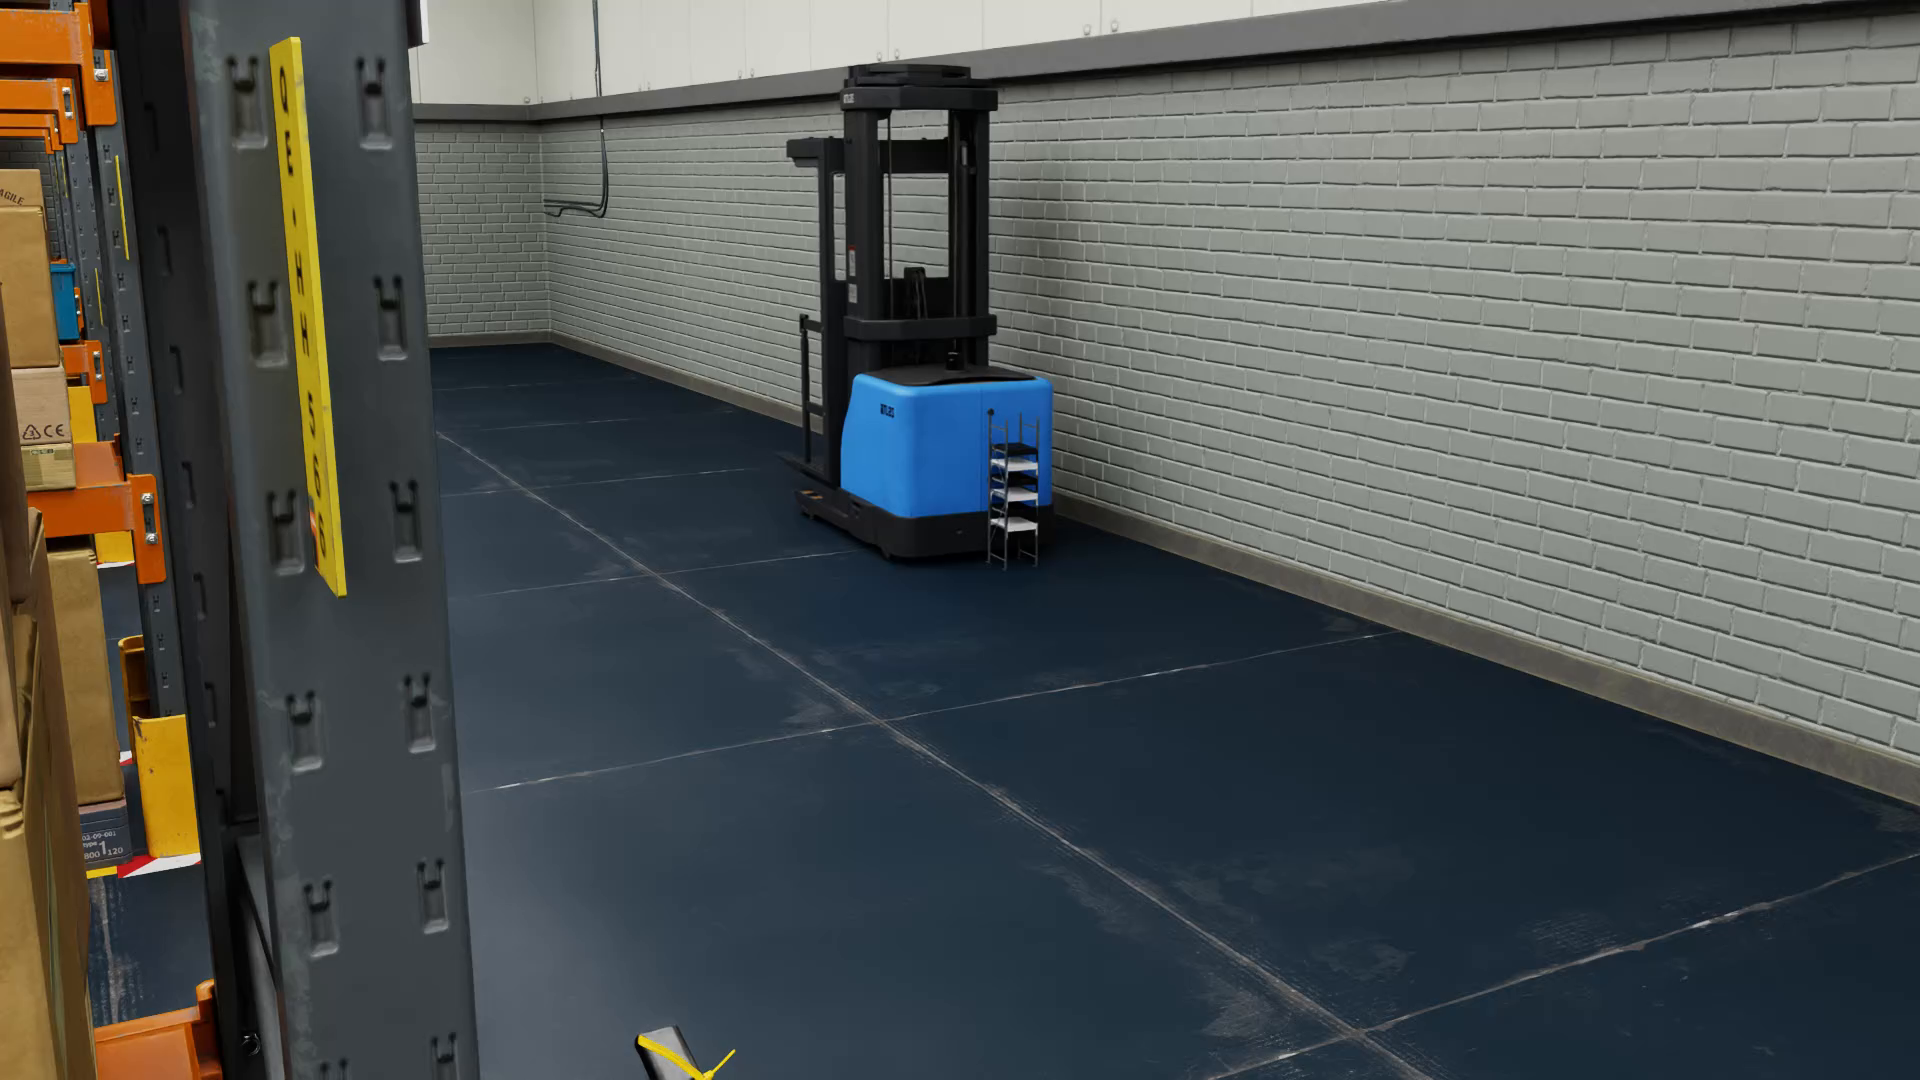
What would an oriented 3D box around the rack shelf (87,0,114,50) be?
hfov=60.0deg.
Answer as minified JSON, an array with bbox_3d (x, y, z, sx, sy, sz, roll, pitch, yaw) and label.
[{"bbox_3d":[-2.400,-0.425,0.470,4.000,0.370,1.077,-7,14,-28],"label":"rack shelf"}]

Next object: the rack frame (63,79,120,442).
[{"bbox_3d":[-5.305,-1.443,10.191,0.127,3.000,1.000,-7,14,-28],"label":"rack frame"}]

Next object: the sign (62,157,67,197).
[{"bbox_3d":[-7.427,-3.008,13.788,0.005,0.325,0.100,-7,14,-28],"label":"sign"}]

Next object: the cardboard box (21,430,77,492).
[{"bbox_3d":[-3.087,-0.265,5.529,0.250,0.149,0.380,-7,14,-27],"label":"cardboard box"}]

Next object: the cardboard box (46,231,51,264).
[{"bbox_3d":[-7.938,-2.348,13.981,0.500,0.500,0.500,-6,14,-26],"label":"cardboard box"}]

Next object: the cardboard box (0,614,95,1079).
[{"bbox_3d":[-0.915,0.380,1.181,0.500,0.500,0.500,-7,14,-27],"label":"cardboard box"}]

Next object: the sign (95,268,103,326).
[{"bbox_3d":[-5.027,-1.419,9.710,0.005,0.325,0.100,-7,14,-28],"label":"sign"}]

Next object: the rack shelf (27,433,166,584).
[{"bbox_3d":[-4.687,0.072,5.094,4.000,0.370,1.077,-7,14,-28],"label":"rack shelf"}]

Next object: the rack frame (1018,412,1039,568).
[{"bbox_3d":[0.406,-0.296,9.875,0.006,0.900,0.240,-6,14,-24],"label":"rack frame"}]

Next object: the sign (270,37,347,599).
[{"bbox_3d":[-0.396,-0.132,1.009,0.005,0.325,0.100,-7,14,-28],"label":"sign"}]

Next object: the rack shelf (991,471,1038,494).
[{"bbox_3d":[0.314,-0.342,9.821,0.200,0.077,0.258,-6,14,-24],"label":"rack shelf"}]

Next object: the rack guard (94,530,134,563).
[{"bbox_3d":[-5.290,-0.229,10.488,0.348,0.500,1.175,-7,14,-28],"label":"rack guard"}]

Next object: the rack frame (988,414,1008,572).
[{"bbox_3d":[0.222,-0.277,9.791,0.006,0.900,0.240,-6,14,-24],"label":"rack frame"}]

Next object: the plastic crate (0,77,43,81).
[{"bbox_3d":[-5.777,-2.856,9.935,0.590,0.269,0.497,-7,14,-28],"label":"plastic crate"}]

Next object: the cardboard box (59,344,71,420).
[{"bbox_3d":[-3.483,-0.562,5.941,0.500,0.250,0.500,-7,15,-29],"label":"cardboard box"}]

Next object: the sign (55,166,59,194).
[{"bbox_3d":[-9.804,-3.927,18.051,0.005,0.325,0.100,-7,14,-28],"label":"sign"}]

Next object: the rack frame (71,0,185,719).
[{"bbox_3d":[-2.932,-0.489,5.950,0.127,3.000,1.000,-7,14,-28],"label":"rack frame"}]

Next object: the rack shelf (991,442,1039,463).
[{"bbox_3d":[0.314,-0.518,9.781,0.200,0.077,0.258,-6,14,-24],"label":"rack shelf"}]

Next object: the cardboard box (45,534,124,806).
[{"bbox_3d":[-3.455,0.425,5.769,0.875,0.875,0.875,-7,14,-28],"label":"cardboard box"}]

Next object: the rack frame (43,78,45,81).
[{"bbox_3d":[-10.052,-6.279,18.016,0.127,3.000,1.000,-7,14,-28],"label":"rack frame"}]

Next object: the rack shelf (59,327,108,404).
[{"bbox_3d":[-7.061,-0.882,9.335,4.000,0.370,1.077,-7,14,-28],"label":"rack shelf"}]

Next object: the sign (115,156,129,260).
[{"bbox_3d":[-2.684,-1.063,5.326,0.005,0.325,0.100,-7,14,-28],"label":"sign"}]

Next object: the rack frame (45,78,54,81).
[{"bbox_3d":[-7.675,-5.325,13.776,0.127,3.000,1.000,-7,14,-28],"label":"rack frame"}]

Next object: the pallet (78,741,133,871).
[{"bbox_3d":[-3.596,0.971,5.815,1.213,0.211,1.003,-7,14,-28],"label":"pallet"}]

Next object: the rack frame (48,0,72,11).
[{"bbox_3d":[-5.305,-4.370,9.533,0.127,3.000,1.000,-7,14,-28],"label":"rack frame"}]

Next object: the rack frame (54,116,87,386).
[{"bbox_3d":[-7.675,-2.398,14.435,0.127,3.000,1.000,-7,14,-28],"label":"rack frame"}]

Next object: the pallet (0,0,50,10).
[{"bbox_3d":[-3.578,-1.829,5.275,1.213,0.211,1.003,-7,14,-28],"label":"pallet"}]

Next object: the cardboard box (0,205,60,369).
[{"bbox_3d":[-3.234,-0.825,5.399,0.500,0.500,0.500,-7,14,-27],"label":"cardboard box"}]

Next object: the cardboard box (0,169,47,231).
[{"bbox_3d":[-7.934,-2.835,13.870,0.500,0.500,0.500,-7,14,-28],"label":"cardboard box"}]

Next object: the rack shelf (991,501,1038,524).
[{"bbox_3d":[0.314,-0.166,9.860,0.200,0.077,0.258,-6,14,-24],"label":"rack shelf"}]

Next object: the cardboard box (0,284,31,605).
[{"bbox_3d":[-1.165,-0.208,1.519,0.500,0.500,0.500,-7,14,-28],"label":"cardboard box"}]

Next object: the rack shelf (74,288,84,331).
[{"bbox_3d":[-9.431,-1.837,13.579,4.000,0.370,1.077,-7,14,-28],"label":"rack shelf"}]

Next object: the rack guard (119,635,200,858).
[{"bbox_3d":[-2.911,0.728,6.236,0.348,0.500,1.175,-7,14,-28],"label":"rack guard"}]

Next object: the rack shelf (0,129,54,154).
[{"bbox_3d":[-11.808,-4.255,17.490,4.000,0.370,1.077,-7,14,-28],"label":"rack shelf"}]

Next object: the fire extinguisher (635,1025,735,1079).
[{"bbox_3d":[-0.202,0.760,1.427,0.183,0.674,0.296,-7,14,-28],"label":"fire extinguisher"}]

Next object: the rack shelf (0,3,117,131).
[{"bbox_3d":[-4.687,-1.391,4.765,4.000,0.370,1.077,-7,14,-28],"label":"rack shelf"}]

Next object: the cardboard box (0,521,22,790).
[{"bbox_3d":[-0.927,-0.108,1.075,0.500,0.500,0.500,-7,15,-29],"label":"cardboard box"}]

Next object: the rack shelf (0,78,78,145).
[{"bbox_3d":[-7.061,-2.345,9.006,4.000,0.370,1.077,-7,14,-28],"label":"rack shelf"}]

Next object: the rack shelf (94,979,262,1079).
[{"bbox_3d":[-2.400,1.039,0.800,4.000,0.370,1.077,-7,14,-28],"label":"rack shelf"}]

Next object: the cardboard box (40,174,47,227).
[{"bbox_3d":[-8.191,-2.939,14.332,0.500,0.500,0.500,-6,14,-26],"label":"cardboard box"}]

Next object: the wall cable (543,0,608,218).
[{"bbox_3d":[-4.916,-5.291,20.695,0.112,2.526,3.097,-7,14,-28],"label":"wall cable"}]

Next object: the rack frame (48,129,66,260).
[{"bbox_3d":[-10.052,-3.353,18.675,0.127,3.000,1.000,-7,14,-28],"label":"rack frame"}]

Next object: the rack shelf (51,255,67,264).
[{"bbox_3d":[-11.808,-2.791,17.819,4.000,0.370,1.077,-7,14,-28],"label":"rack shelf"}]

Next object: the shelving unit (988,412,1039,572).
[{"bbox_3d":[0.314,-0.287,9.833,0.210,0.900,0.258,-6,14,-24],"label":"shelving unit"}]

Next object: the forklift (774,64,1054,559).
[{"bbox_3d":[-0.481,-1.599,11.037,1.130,2.935,3.031,-6,14,-23],"label":"forklift"}]

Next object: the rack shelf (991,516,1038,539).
[{"bbox_3d":[0.314,-0.079,9.880,0.200,0.077,0.258,-6,14,-24],"label":"rack shelf"}]

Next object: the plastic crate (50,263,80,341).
[{"bbox_3d":[-5.510,-1.419,9.864,0.499,0.435,0.616,-7,14,-28],"label":"plastic crate"}]

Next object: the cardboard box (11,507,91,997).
[{"bbox_3d":[-1.171,0.278,1.638,0.500,0.500,0.500,-6,14,-25],"label":"cardboard box"}]

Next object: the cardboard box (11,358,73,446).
[{"bbox_3d":[-3.230,-0.459,5.480,0.500,0.250,0.500,-7,15,-29],"label":"cardboard box"}]

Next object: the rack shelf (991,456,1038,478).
[{"bbox_3d":[0.314,-0.430,9.801,0.200,0.077,0.258,-6,14,-24],"label":"rack shelf"}]

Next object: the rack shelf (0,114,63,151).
[{"bbox_3d":[-9.431,-3.300,13.249,4.000,0.370,1.077,-7,14,-28],"label":"rack shelf"}]

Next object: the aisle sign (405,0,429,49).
[{"bbox_3d":[-0.436,-0.741,1.147,0.004,0.787,0.394,-7,14,-28],"label":"aisle sign"}]

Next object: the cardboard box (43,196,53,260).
[{"bbox_3d":[-10.495,-3.443,18.395,0.700,0.700,0.980,-6,14,-25],"label":"cardboard box"}]

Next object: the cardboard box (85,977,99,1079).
[{"bbox_3d":[-1.085,0.571,1.812,0.250,0.149,0.380,-7,14,-28],"label":"cardboard box"}]

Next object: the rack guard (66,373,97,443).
[{"bbox_3d":[-7.742,-1.171,14.674,0.348,0.500,1.175,-7,14,-28],"label":"rack guard"}]

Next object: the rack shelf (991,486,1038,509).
[{"bbox_3d":[0.314,-0.254,9.841,0.200,0.077,0.258,-6,14,-24],"label":"rack shelf"}]
